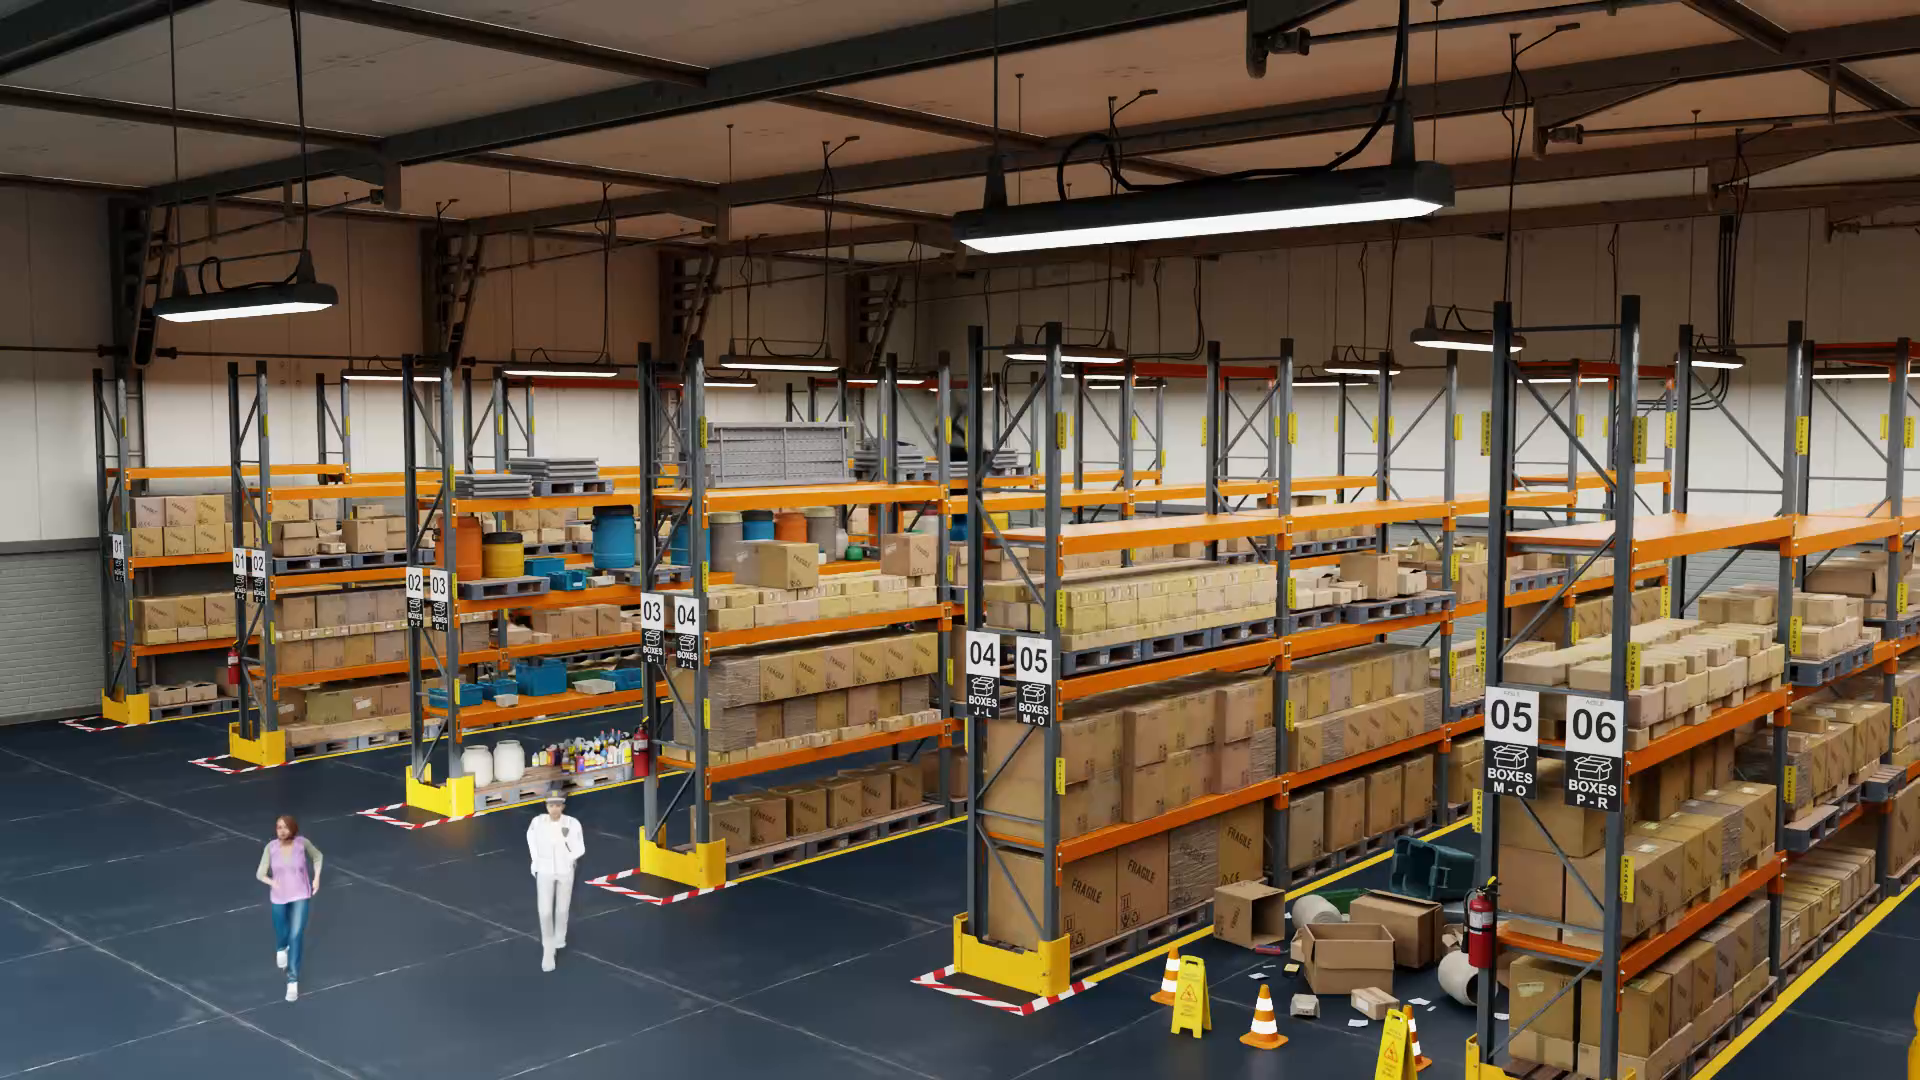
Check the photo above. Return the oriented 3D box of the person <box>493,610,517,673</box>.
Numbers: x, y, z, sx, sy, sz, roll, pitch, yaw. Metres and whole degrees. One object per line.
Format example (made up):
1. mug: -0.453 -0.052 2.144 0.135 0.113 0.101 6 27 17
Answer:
1. person: -8.218 2.085 30.189 0.564 1.655 0.969 3 5 38

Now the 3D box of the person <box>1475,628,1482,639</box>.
1. person: 8.452 2.300 27.155 0.581 1.726 0.725 -4 6 -40

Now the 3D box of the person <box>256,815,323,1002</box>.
1. person: -6.063 3.260 15.073 0.550 1.603 0.882 -1 4 -15

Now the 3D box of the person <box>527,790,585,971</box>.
1. person: -3.830 3.180 15.775 0.524 1.716 0.825 -1 4 -15
